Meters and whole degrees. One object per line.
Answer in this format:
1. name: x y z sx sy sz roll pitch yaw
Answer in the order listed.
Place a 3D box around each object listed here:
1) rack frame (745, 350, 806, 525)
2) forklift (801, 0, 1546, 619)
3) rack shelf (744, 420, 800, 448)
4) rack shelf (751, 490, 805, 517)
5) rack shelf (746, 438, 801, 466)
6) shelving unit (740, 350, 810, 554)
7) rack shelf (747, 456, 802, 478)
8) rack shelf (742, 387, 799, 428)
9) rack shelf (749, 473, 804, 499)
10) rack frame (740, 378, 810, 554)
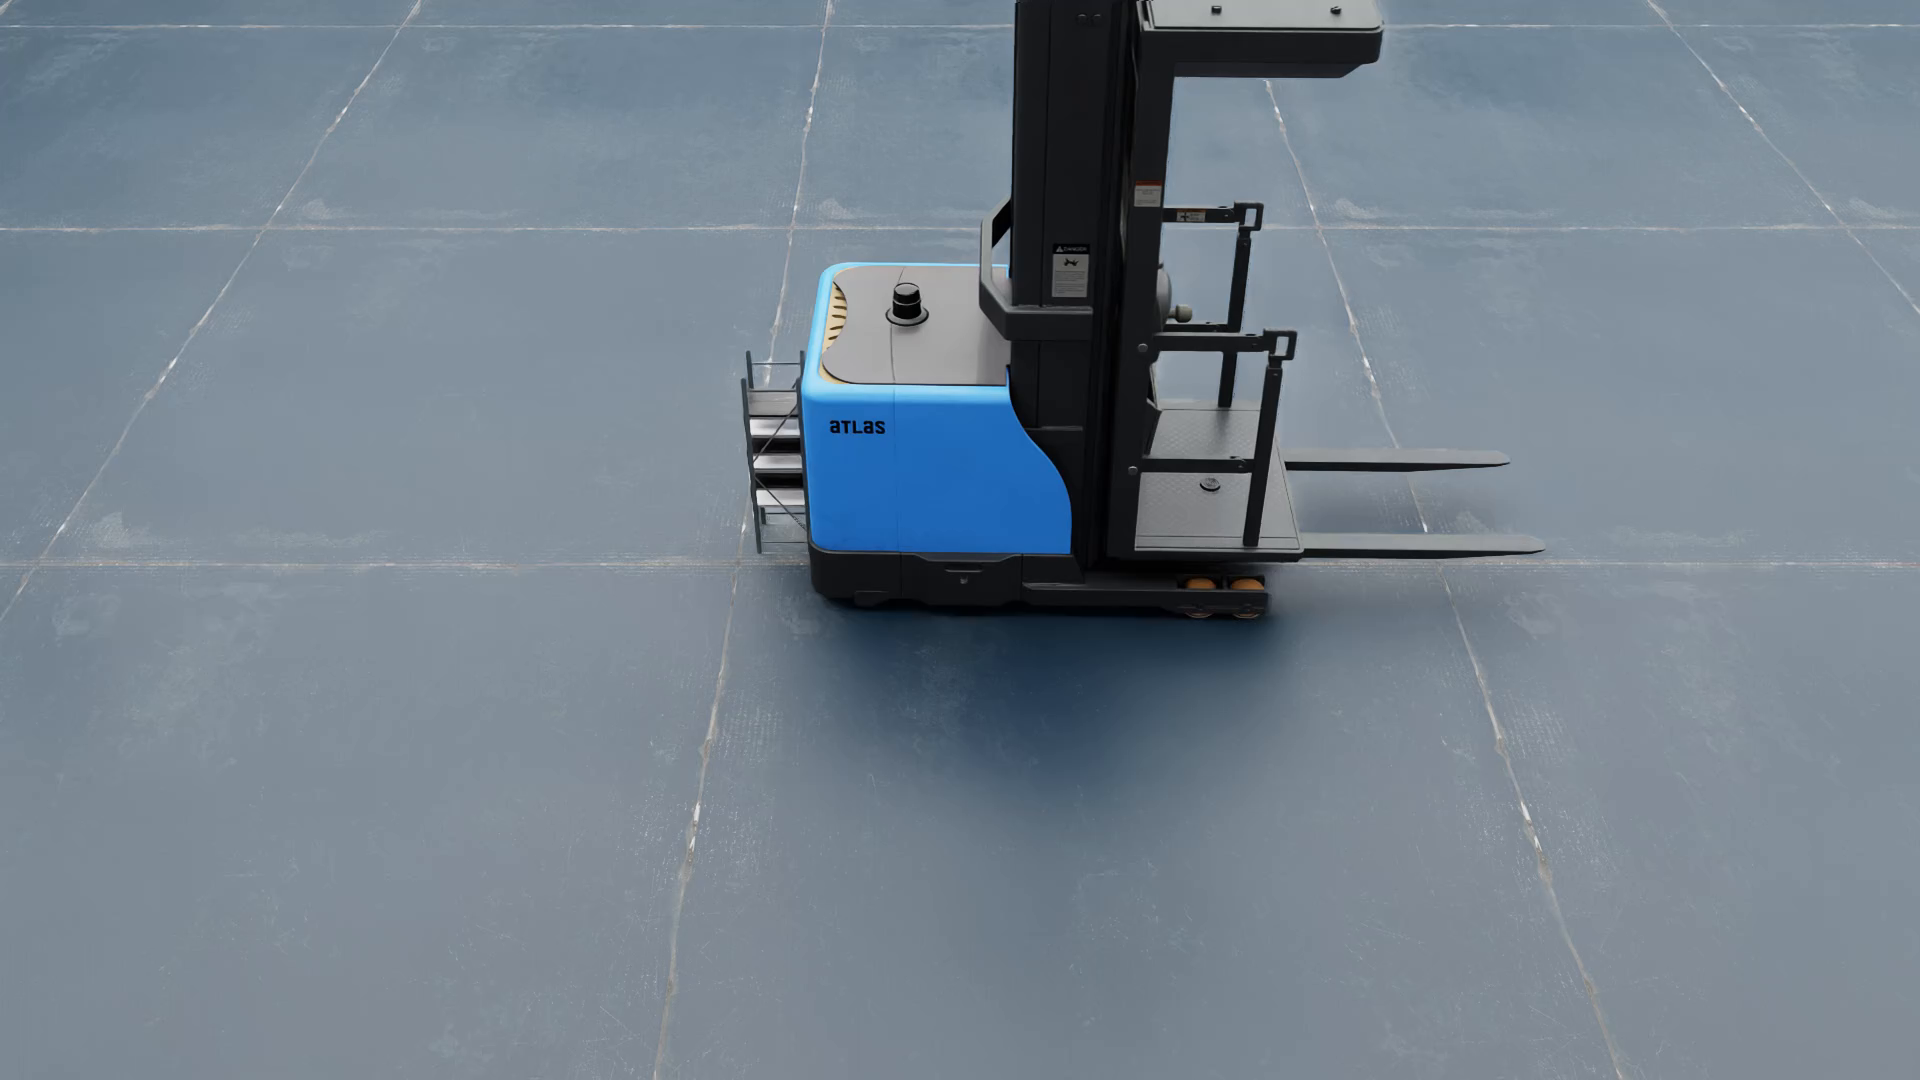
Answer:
1. rack frame: -0.754 -0.419 7.053 0.240 0.900 0.006 0 39 0
2. forklift: 0.906 -1.159 6.352 3.031 2.935 1.130 1 39 1
3. rack shelf: -0.754 -0.470 6.882 0.258 0.077 0.200 0 39 0
4. rack shelf: -0.754 -0.189 7.108 0.258 0.077 0.200 0 39 0
5. rack shelf: -0.754 -0.400 6.939 0.258 0.077 0.200 0 39 0
6. shelving unit: -0.754 -0.356 6.974 0.258 0.900 0.210 0 39 0
7. rack shelf: -0.754 -0.330 6.995 0.258 0.077 0.200 0 39 0
8. rack shelf: -0.754 -0.540 6.826 0.258 0.077 0.200 0 39 0
9. rack shelf: -0.754 -0.259 7.051 0.258 0.077 0.200 0 39 0
10. rack frame: -0.754 -0.292 6.895 0.240 0.900 0.006 0 39 0
